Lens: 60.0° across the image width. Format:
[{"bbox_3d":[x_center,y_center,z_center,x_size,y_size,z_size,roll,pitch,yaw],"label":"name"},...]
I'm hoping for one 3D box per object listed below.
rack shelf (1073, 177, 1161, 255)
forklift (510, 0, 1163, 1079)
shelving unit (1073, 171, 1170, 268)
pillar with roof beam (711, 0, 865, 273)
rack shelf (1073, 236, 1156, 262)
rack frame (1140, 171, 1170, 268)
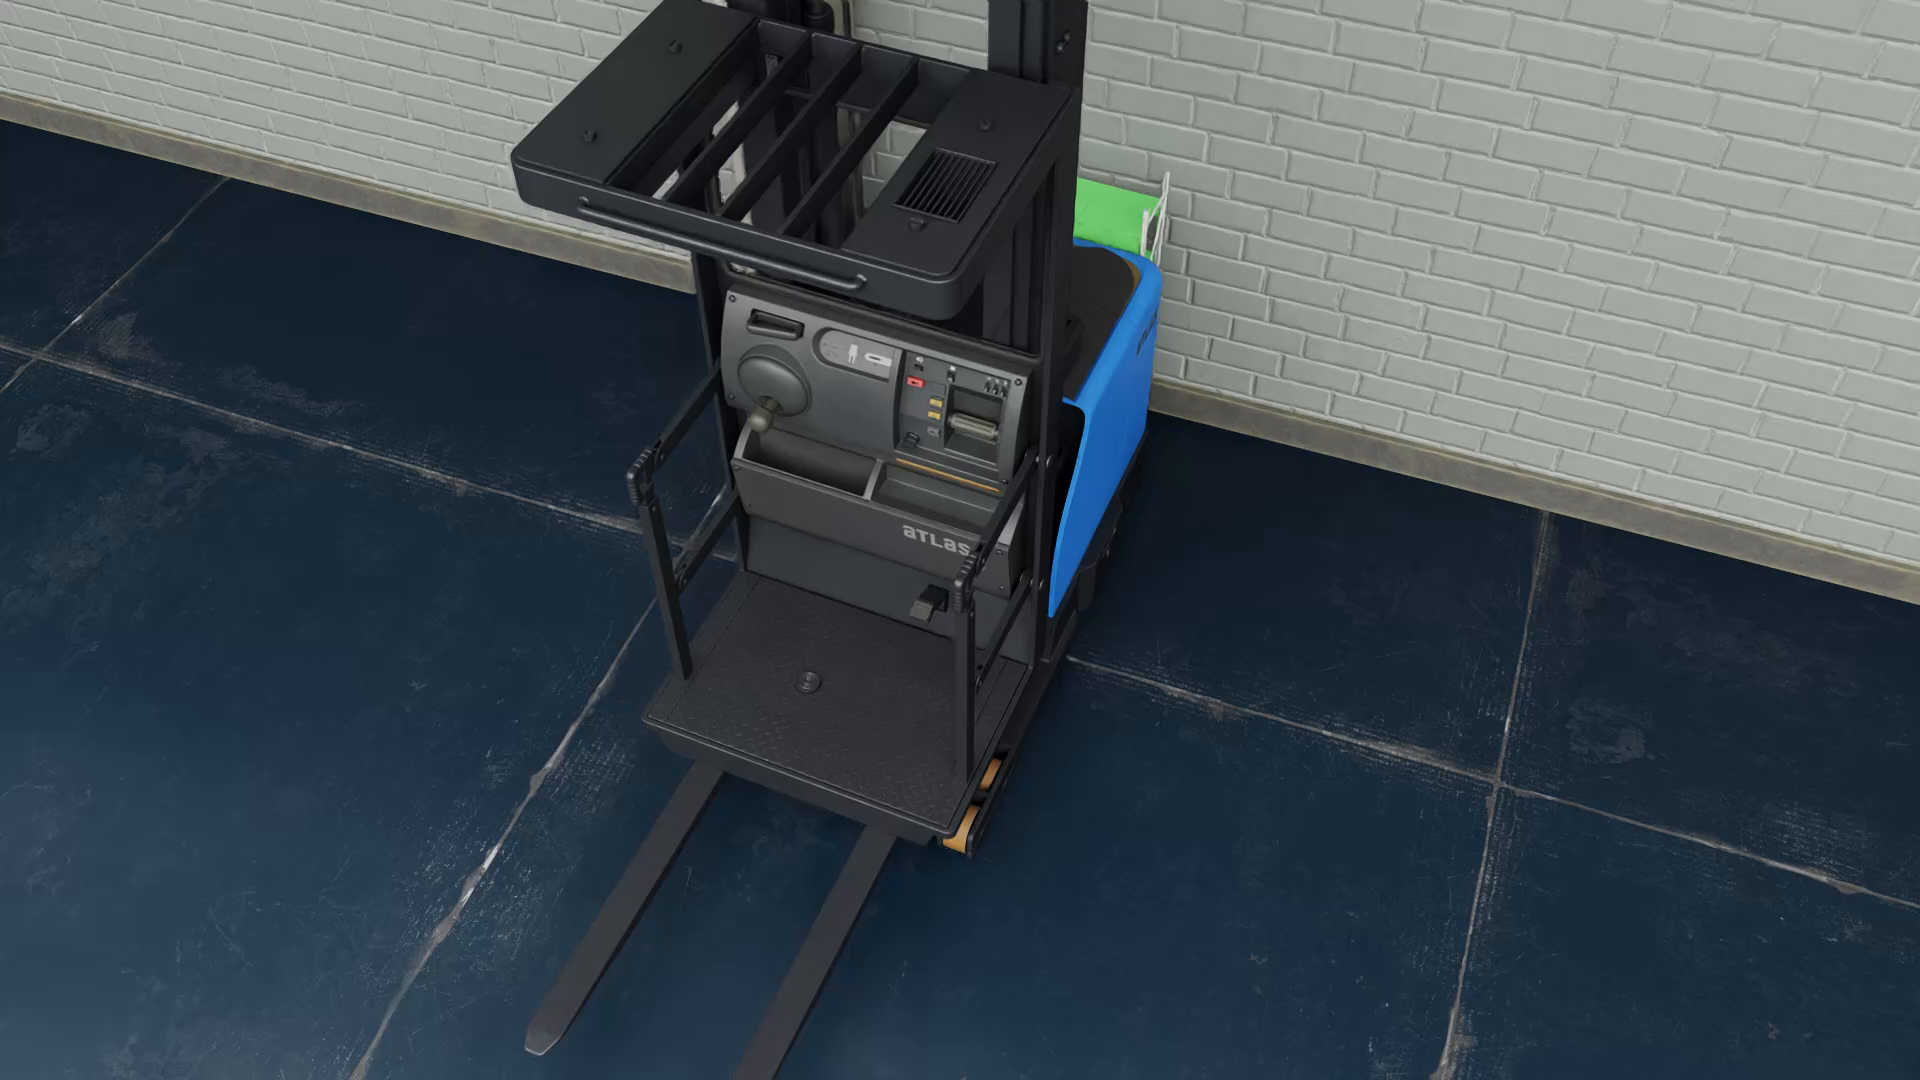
[{"bbox_3d":[0.451,-1.147,5.899,0.480,0.148,0.258,18,51,15],"label":"rack shelf"},{"bbox_3d":[-0.337,-0.328,4.594,1.130,2.935,3.031,18,51,15],"label":"forklift"},{"bbox_3d":[0.451,-0.874,6.213,0.503,1.200,0.258,18,51,15],"label":"shelving unit"},{"bbox_3d":[-2.104,-0.710,0.910,0.400,9.000,9.100,16,51,13],"label":"pillar with roof beam"},{"bbox_3d":[0.451,-0.989,6.080,0.480,0.148,0.258,18,51,15],"label":"rack shelf"},{"bbox_3d":[0.675,-0.802,6.150,0.015,1.200,0.240,18,51,15],"label":"rack frame"}]
